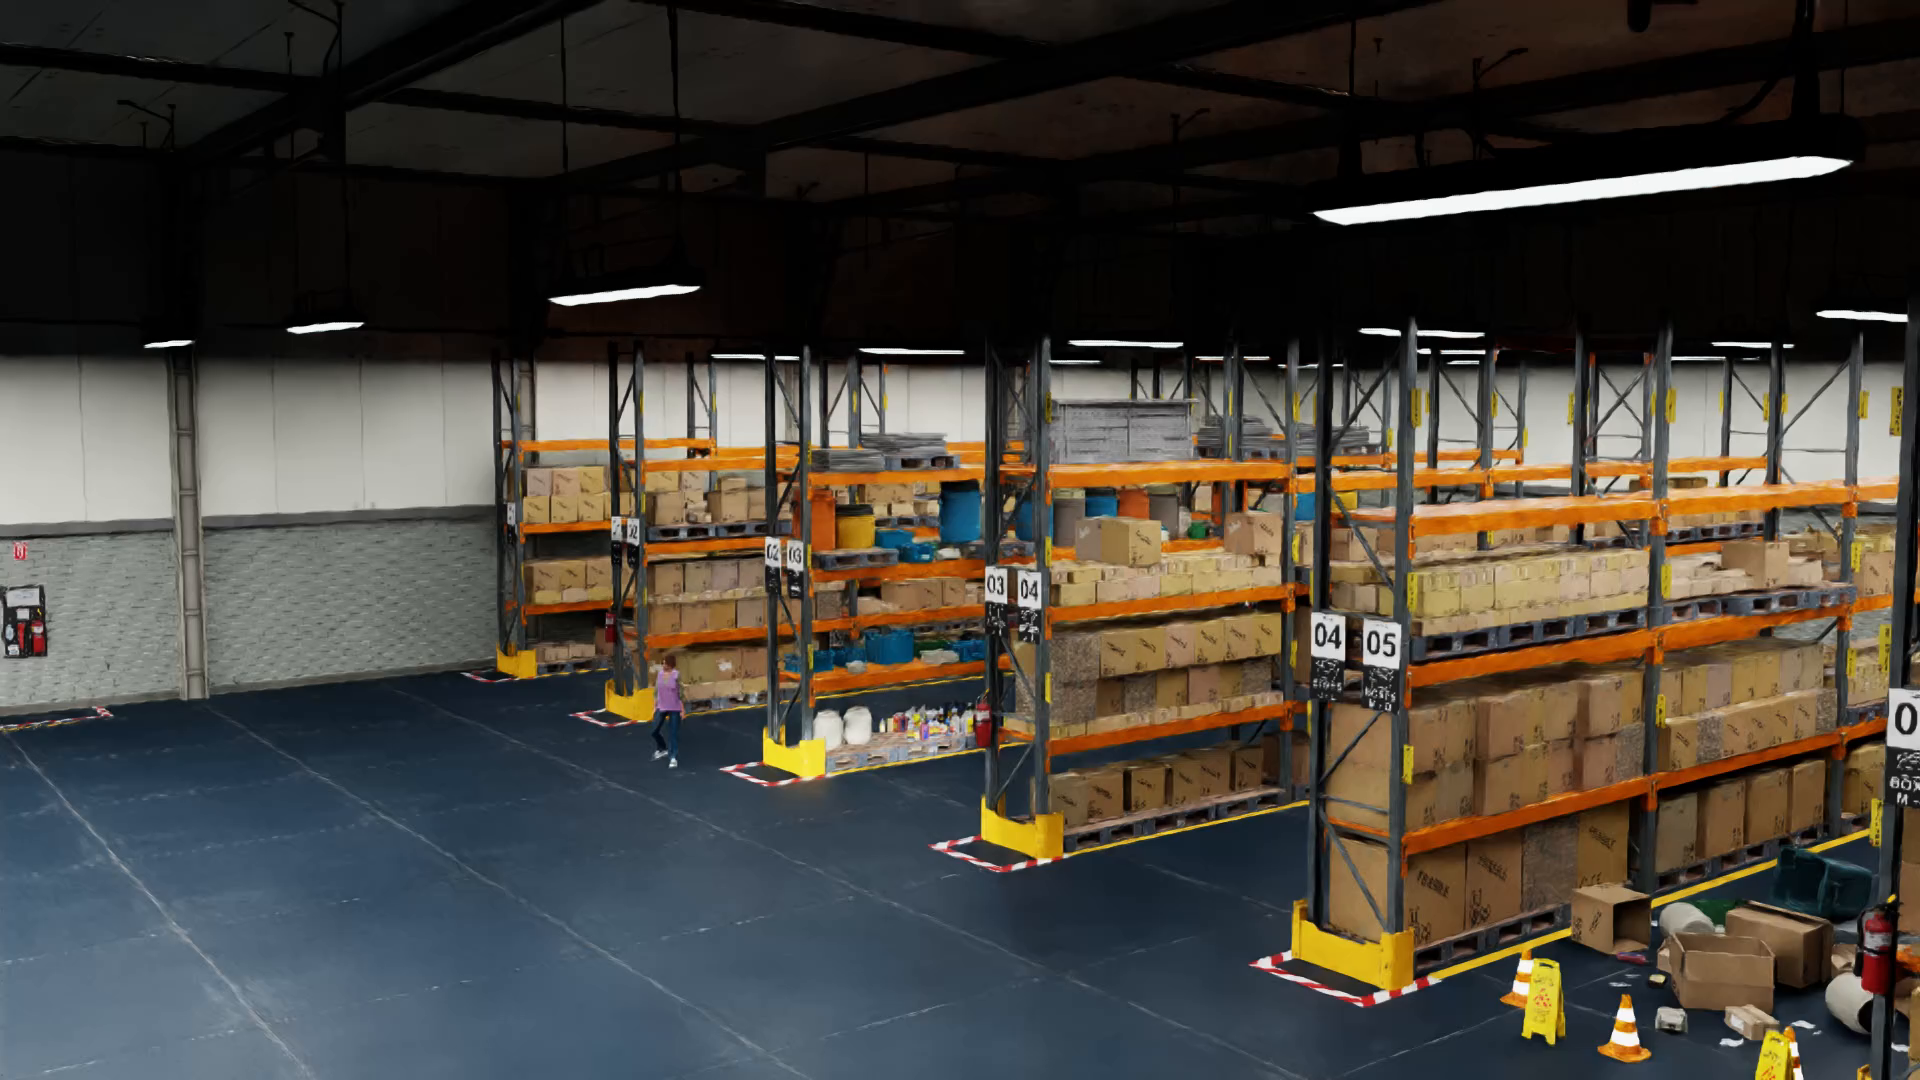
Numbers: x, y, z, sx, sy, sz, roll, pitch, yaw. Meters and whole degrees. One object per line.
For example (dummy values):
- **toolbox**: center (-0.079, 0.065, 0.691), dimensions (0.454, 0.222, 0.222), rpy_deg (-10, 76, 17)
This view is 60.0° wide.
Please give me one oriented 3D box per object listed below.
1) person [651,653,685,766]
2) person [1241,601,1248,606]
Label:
- **person**: center (-4.072, 2.341, 23.074), dimensions (0.552, 1.585, 0.454), rpy_deg (1, 5, 11)
- **person**: center (5.371, 1.517, 32.392), dimensions (0.512, 1.628, 0.639), rpy_deg (-4, 6, -39)
